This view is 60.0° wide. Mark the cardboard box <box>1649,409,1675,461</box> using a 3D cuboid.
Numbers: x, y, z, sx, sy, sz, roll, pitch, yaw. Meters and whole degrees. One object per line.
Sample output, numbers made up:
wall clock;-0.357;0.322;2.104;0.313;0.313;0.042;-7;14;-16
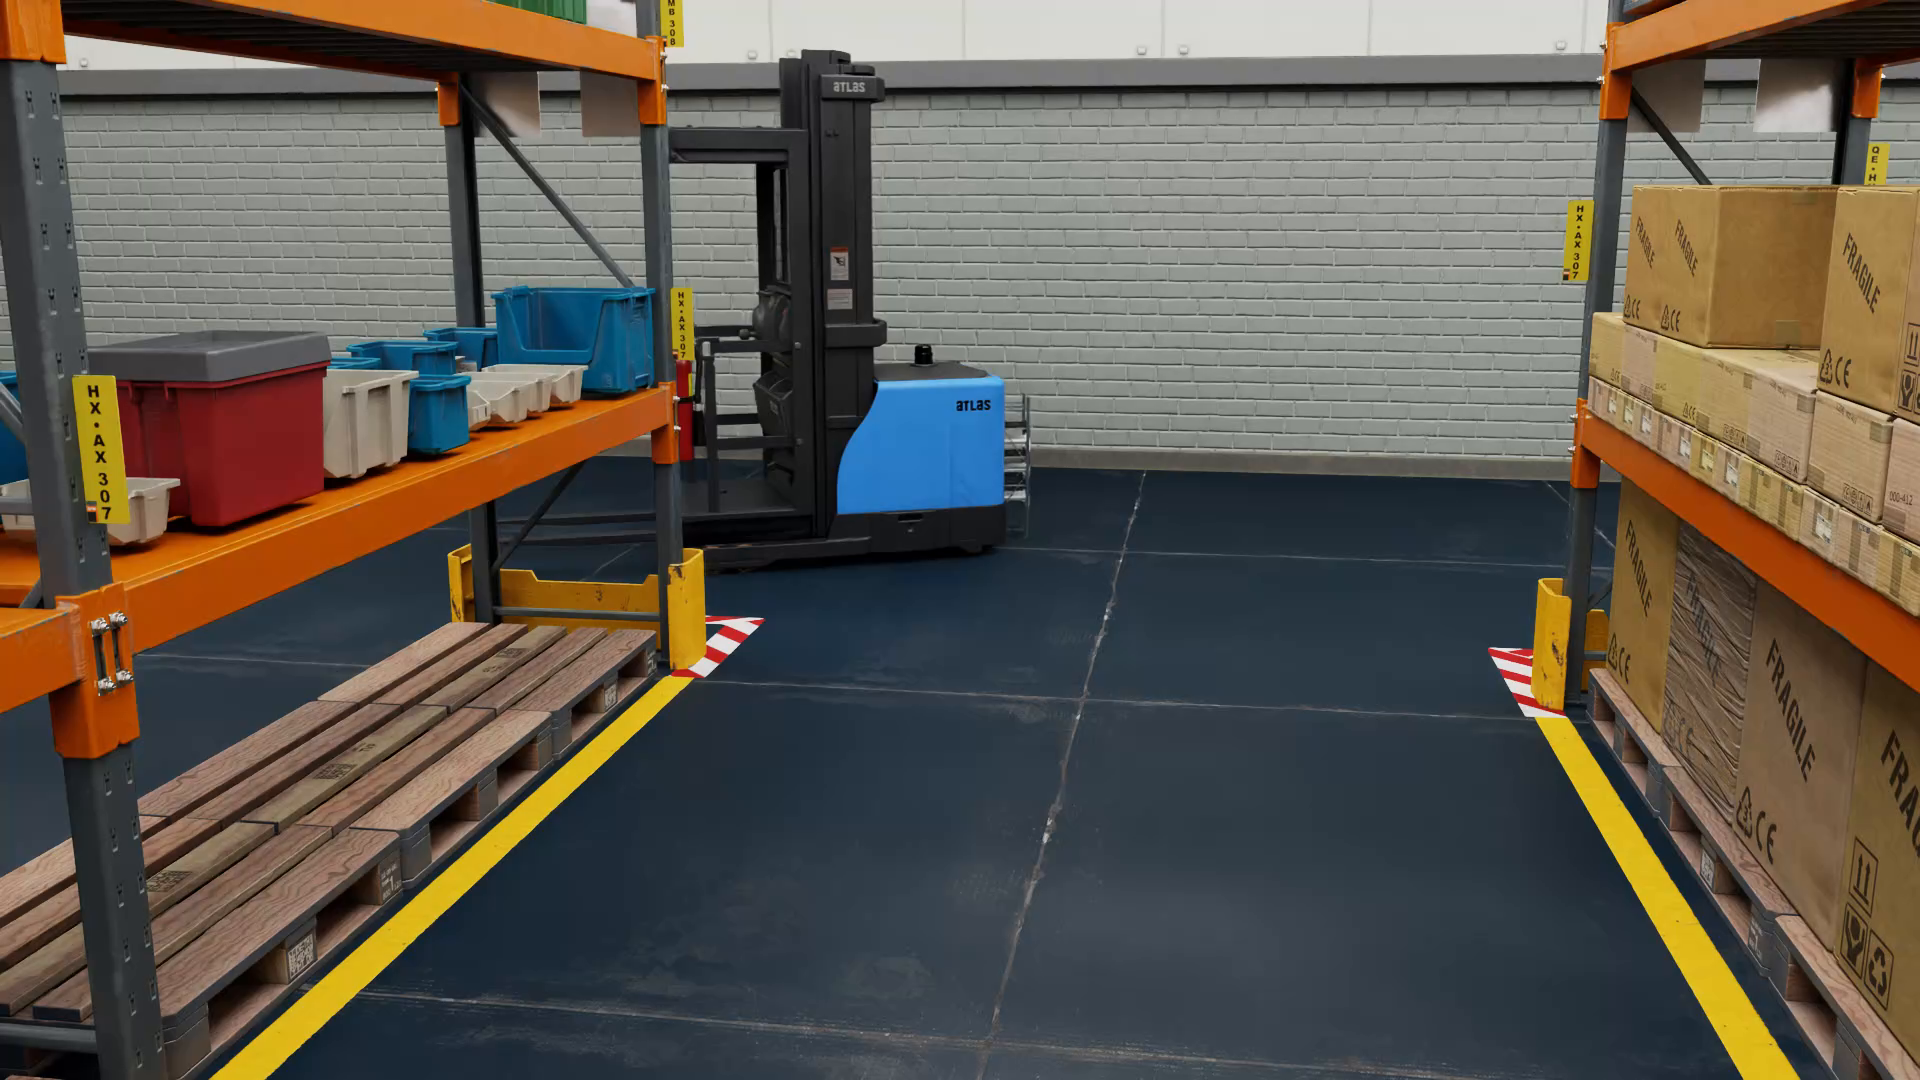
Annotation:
cardboard box;2.557;-0.351;5.599;0.380;0.149;0.250;2;12;8

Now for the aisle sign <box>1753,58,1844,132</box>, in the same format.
aisle sign;3.401;-2.027;6.609;0.394;0.787;0.004;2;12;9

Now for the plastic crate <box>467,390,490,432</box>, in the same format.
plastic crate;-1.852;-0.456;5.971;0.298;0.136;0.250;2;12;9

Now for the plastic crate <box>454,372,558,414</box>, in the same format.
plastic crate;-1.806;-0.577;6.532;0.396;0.136;0.243;2;12;9

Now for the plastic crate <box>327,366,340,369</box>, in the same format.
plastic crate;-2.412;-0.482;5.864;0.416;0.233;0.300;2;12;9

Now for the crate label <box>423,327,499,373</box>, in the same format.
crate label;-2.164;-0.818;7.426;0.416;0.233;0.303;2;12;9

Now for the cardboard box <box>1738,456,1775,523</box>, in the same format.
cardboard box;2.399;-0.137;4.607;0.380;0.149;0.250;2;12;8

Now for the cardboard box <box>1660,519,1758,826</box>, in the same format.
cardboard box;2.934;0.407;5.529;0.875;0.875;0.875;2;12;9

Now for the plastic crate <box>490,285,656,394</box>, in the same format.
plastic crate;-1.667;-0.882;7.242;0.616;0.435;0.499;2;12;9

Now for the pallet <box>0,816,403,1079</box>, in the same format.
pallet;-2.341;1.130;4.750;1.003;0.211;1.213;2;12;9

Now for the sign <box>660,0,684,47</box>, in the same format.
sign;-1.254;-2.312;7.231;0.100;0.325;0.005;2;12;9

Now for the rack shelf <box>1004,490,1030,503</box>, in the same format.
rack shelf;0.306;-0.261;10.582;0.258;0.077;0.200;-1;12;-6

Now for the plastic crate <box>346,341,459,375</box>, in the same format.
plastic crate;-2.265;-0.681;6.790;0.416;0.233;0.300;2;12;9

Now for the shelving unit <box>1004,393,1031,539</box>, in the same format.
shelving unit;0.306;-0.470;10.537;0.258;0.900;0.210;-1;12;-6

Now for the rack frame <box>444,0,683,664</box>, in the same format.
rack frame;-1.800;-0.912;7.603;1.000;3.000;0.127;2;12;9

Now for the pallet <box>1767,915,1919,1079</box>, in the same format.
pallet;2.673;1.289;4.012;1.003;0.211;1.213;2;12;9

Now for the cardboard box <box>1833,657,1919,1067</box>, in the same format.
cardboard box;2.659;0.780;3.800;0.875;0.875;0.875;2;12;9

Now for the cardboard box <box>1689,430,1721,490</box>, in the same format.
cardboard box;2.478;-0.245;5.106;0.380;0.149;0.250;2;12;7

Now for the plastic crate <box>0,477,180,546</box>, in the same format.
plastic crate;-2.203;-0.072;4.189;0.396;0.136;0.243;2;12;9

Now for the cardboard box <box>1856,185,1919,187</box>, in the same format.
cardboard box;3.279;-1.080;6.254;0.500;0.500;0.500;2;12;9

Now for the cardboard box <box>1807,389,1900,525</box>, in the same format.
cardboard box;2.364;-0.199;3.946;0.500;0.250;0.500;2;12;10

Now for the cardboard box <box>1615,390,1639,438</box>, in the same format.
cardboard box;2.636;-0.458;6.096;0.380;0.149;0.250;2;12;7

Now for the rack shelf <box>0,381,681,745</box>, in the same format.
rack shelf;-2.108;-0.144;5.747;1.077;0.370;4.000;2;12;9

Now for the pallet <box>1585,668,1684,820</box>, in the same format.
pallet;3.048;0.781;6.368;1.003;0.211;1.213;2;12;9

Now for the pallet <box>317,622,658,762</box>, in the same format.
pallet;-1.965;0.622;7.106;1.003;0.211;1.213;2;12;9

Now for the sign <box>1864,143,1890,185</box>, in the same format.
sign;3.628;-1.412;6.617;0.100;0.325;0.005;2;12;9

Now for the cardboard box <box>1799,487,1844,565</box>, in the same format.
cardboard box;2.320;-0.030;4.110;0.380;0.149;0.250;2;12;10

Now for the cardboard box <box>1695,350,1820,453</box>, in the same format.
cardboard box;2.524;-0.410;4.927;0.500;0.250;0.500;2;12;8

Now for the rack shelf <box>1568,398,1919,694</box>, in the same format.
rack shelf;2.786;0.017;5.003;1.077;0.370;4.000;2;12;9

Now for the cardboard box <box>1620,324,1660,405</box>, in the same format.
cardboard box;2.680;-0.624;5.917;0.500;0.250;0.500;2;12;8

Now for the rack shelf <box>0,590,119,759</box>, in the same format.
rack shelf;-2.723;0.689;1.884;1.077;0.370;4.000;2;12;9

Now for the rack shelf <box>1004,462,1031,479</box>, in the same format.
rack shelf;0.306;-0.437;10.544;0.258;0.077;0.200;-1;12;-6

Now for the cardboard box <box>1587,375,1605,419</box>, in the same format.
cardboard box;2.713;-0.565;6.592;0.380;0.149;0.250;2;12;9

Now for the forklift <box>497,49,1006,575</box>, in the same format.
forklift;-1.295;-1.356;9.830;3.031;2.935;1.130;-4;13;-16

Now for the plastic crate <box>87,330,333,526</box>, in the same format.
plastic crate;-2.030;-0.317;4.551;0.402;0.464;0.583;2;12;9

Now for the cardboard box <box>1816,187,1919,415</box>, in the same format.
cardboard box;2.366;-0.566;3.868;0.500;0.500;0.500;2;12;9

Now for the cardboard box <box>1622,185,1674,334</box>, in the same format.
cardboard box;2.676;-0.995;5.858;0.500;0.500;0.500;2;12;7

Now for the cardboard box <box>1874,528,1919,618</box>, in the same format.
cardboard box;2.241;0.077;3.614;0.380;0.149;0.250;2;12;10

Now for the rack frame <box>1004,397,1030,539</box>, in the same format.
rack frame;0.316;-0.448;10.438;0.240;0.900;0.006;-1;12;-6

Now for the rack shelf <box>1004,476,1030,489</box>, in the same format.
rack shelf;0.306;-0.349;10.563;0.258;0.077;0.200;-1;12;-6

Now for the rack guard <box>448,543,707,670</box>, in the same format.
rack guard;-1.809;0.305;7.892;1.175;0.500;0.348;2;12;9

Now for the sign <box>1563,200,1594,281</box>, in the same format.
sign;2.546;-1.232;6.848;0.100;0.325;0.005;2;12;9

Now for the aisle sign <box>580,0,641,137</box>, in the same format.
aisle sign;-1.500;-2.188;7.355;0.394;0.787;0.004;2;12;9
